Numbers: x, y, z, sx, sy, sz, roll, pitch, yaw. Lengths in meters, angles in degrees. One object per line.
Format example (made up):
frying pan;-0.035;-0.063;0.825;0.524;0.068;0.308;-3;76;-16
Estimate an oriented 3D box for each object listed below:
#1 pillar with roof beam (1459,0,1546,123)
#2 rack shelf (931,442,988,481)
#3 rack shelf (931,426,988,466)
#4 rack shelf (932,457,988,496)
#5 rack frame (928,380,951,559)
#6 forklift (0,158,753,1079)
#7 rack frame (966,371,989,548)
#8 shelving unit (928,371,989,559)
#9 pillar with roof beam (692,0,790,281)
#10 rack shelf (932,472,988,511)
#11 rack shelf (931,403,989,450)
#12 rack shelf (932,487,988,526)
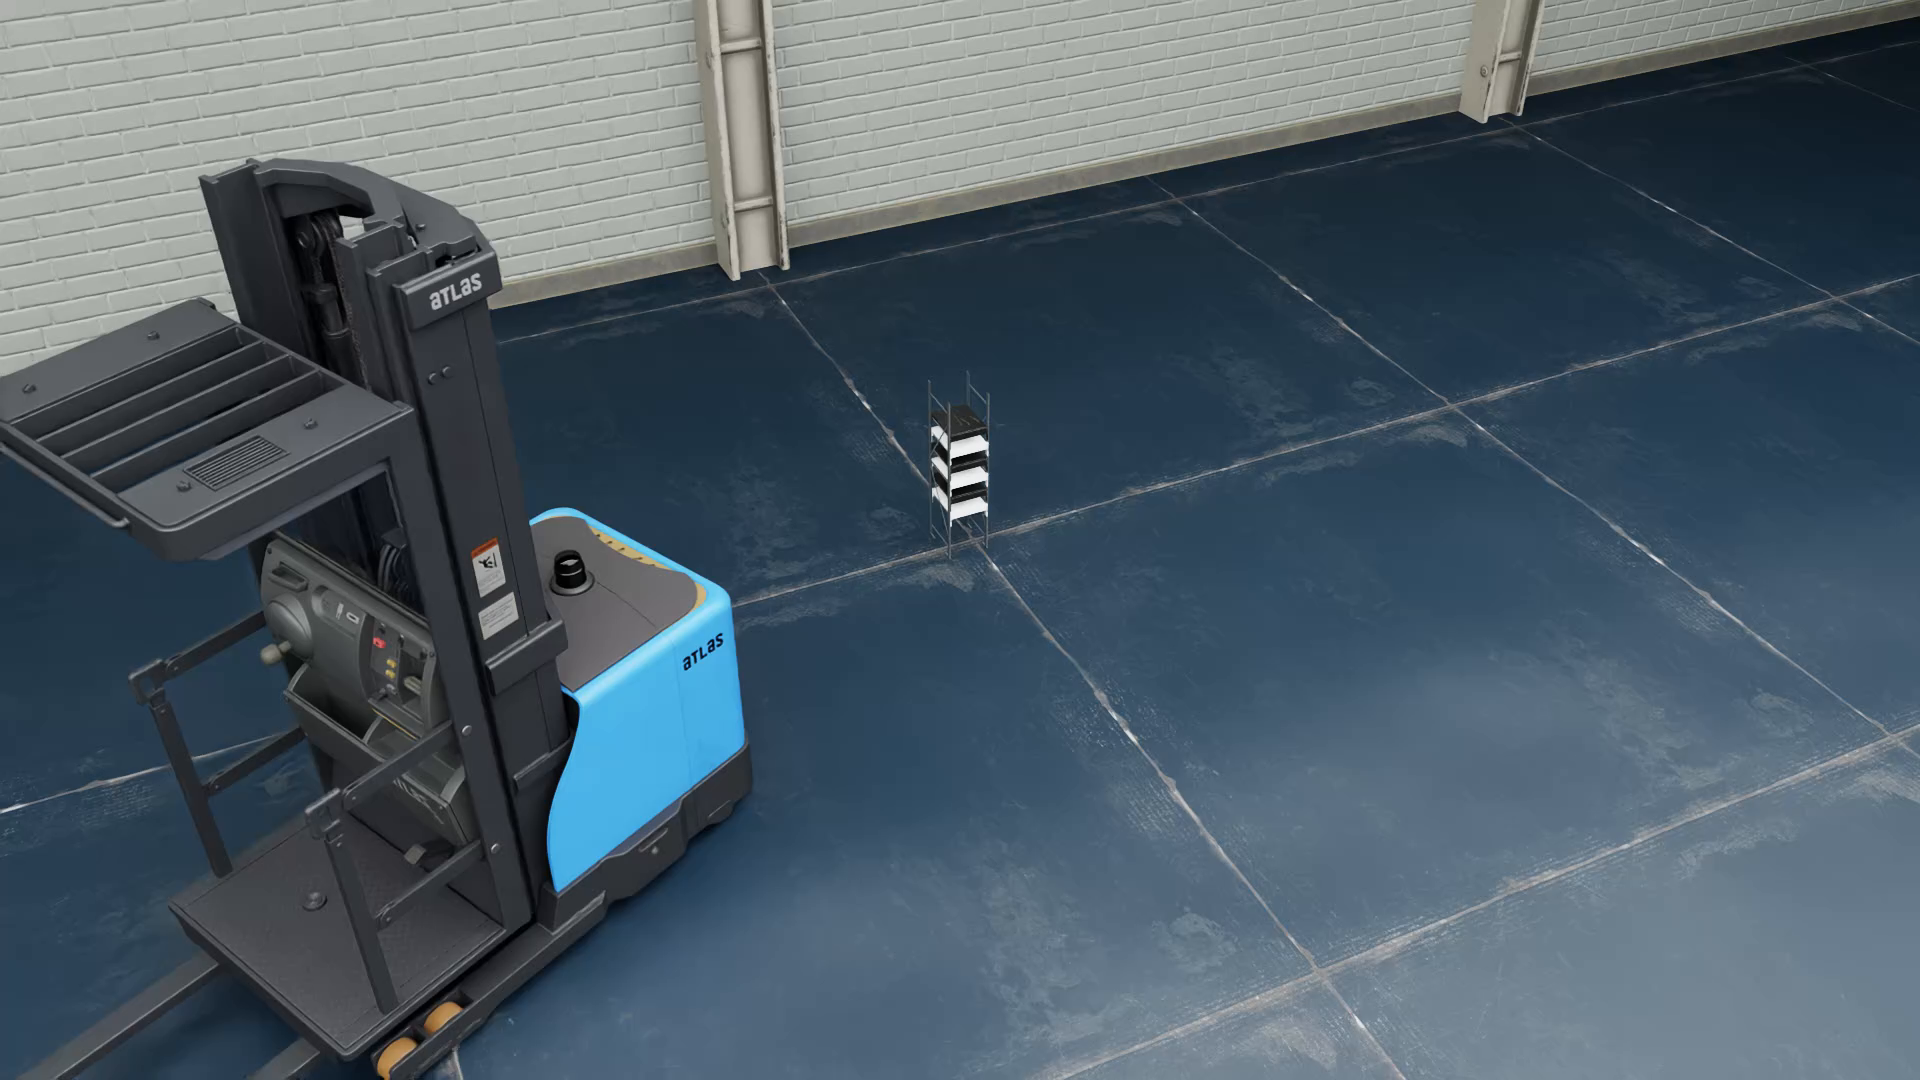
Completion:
pillar with roof beam;5.919;-4.601;7.043;0.400;9.000;9.100;-16;39;-20
rack shelf;-0.007;-0.405;8.088;0.200;0.077;0.258;-16;39;-20
rack shelf;-0.007;-0.477;8.035;0.200;0.077;0.258;-16;39;-20
rack shelf;-0.007;-0.333;8.142;0.200;0.077;0.258;-16;39;-20
rack frame;-0.099;-0.334;8.088;0.006;0.900;0.240;-16;39;-20
forklift;-2.163;0.396;5.399;1.130;2.935;3.031;25;43;30
rack frame;0.085;-0.385;8.157;0.006;0.900;0.240;-16;39;-20
shelving unit;-0.007;-0.359;8.122;0.210;0.900;0.258;-16;39;-20
pillar with roof beam;0.488;-3.083;4.995;0.400;9.000;9.100;-16;39;-20
rack shelf;-0.007;-0.260;8.196;0.200;0.077;0.258;-16;39;-20
rack shelf;-0.007;-0.549;7.981;0.200;0.077;0.258;-16;39;-20
rack shelf;-0.007;-0.188;8.249;0.200;0.077;0.258;-16;39;-20
